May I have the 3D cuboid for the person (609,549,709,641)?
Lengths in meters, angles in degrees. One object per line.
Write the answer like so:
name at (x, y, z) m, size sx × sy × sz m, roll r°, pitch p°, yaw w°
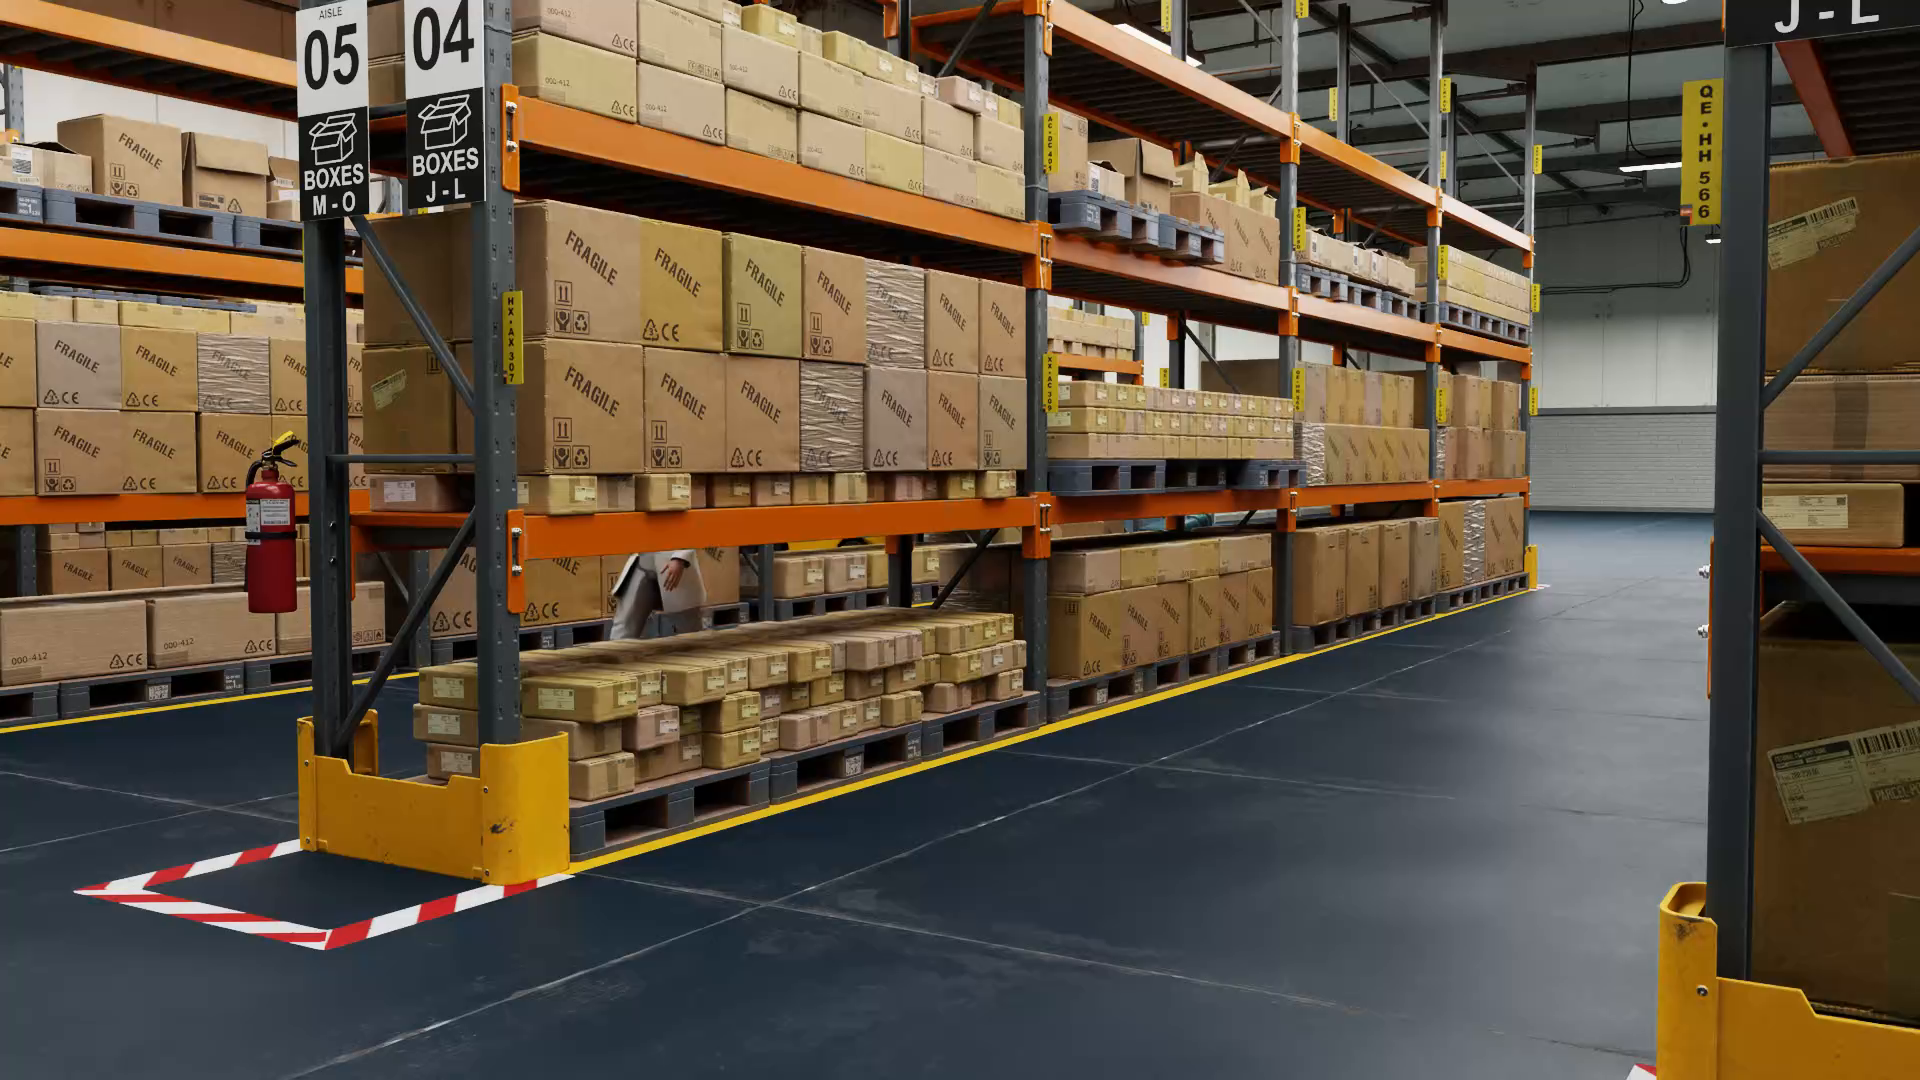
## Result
person at (-1.776, 0.150, 9.746) m, size 0.621 × 1.726 × 1.083 m, roll 2°, pitch 3°, yaw 32°
